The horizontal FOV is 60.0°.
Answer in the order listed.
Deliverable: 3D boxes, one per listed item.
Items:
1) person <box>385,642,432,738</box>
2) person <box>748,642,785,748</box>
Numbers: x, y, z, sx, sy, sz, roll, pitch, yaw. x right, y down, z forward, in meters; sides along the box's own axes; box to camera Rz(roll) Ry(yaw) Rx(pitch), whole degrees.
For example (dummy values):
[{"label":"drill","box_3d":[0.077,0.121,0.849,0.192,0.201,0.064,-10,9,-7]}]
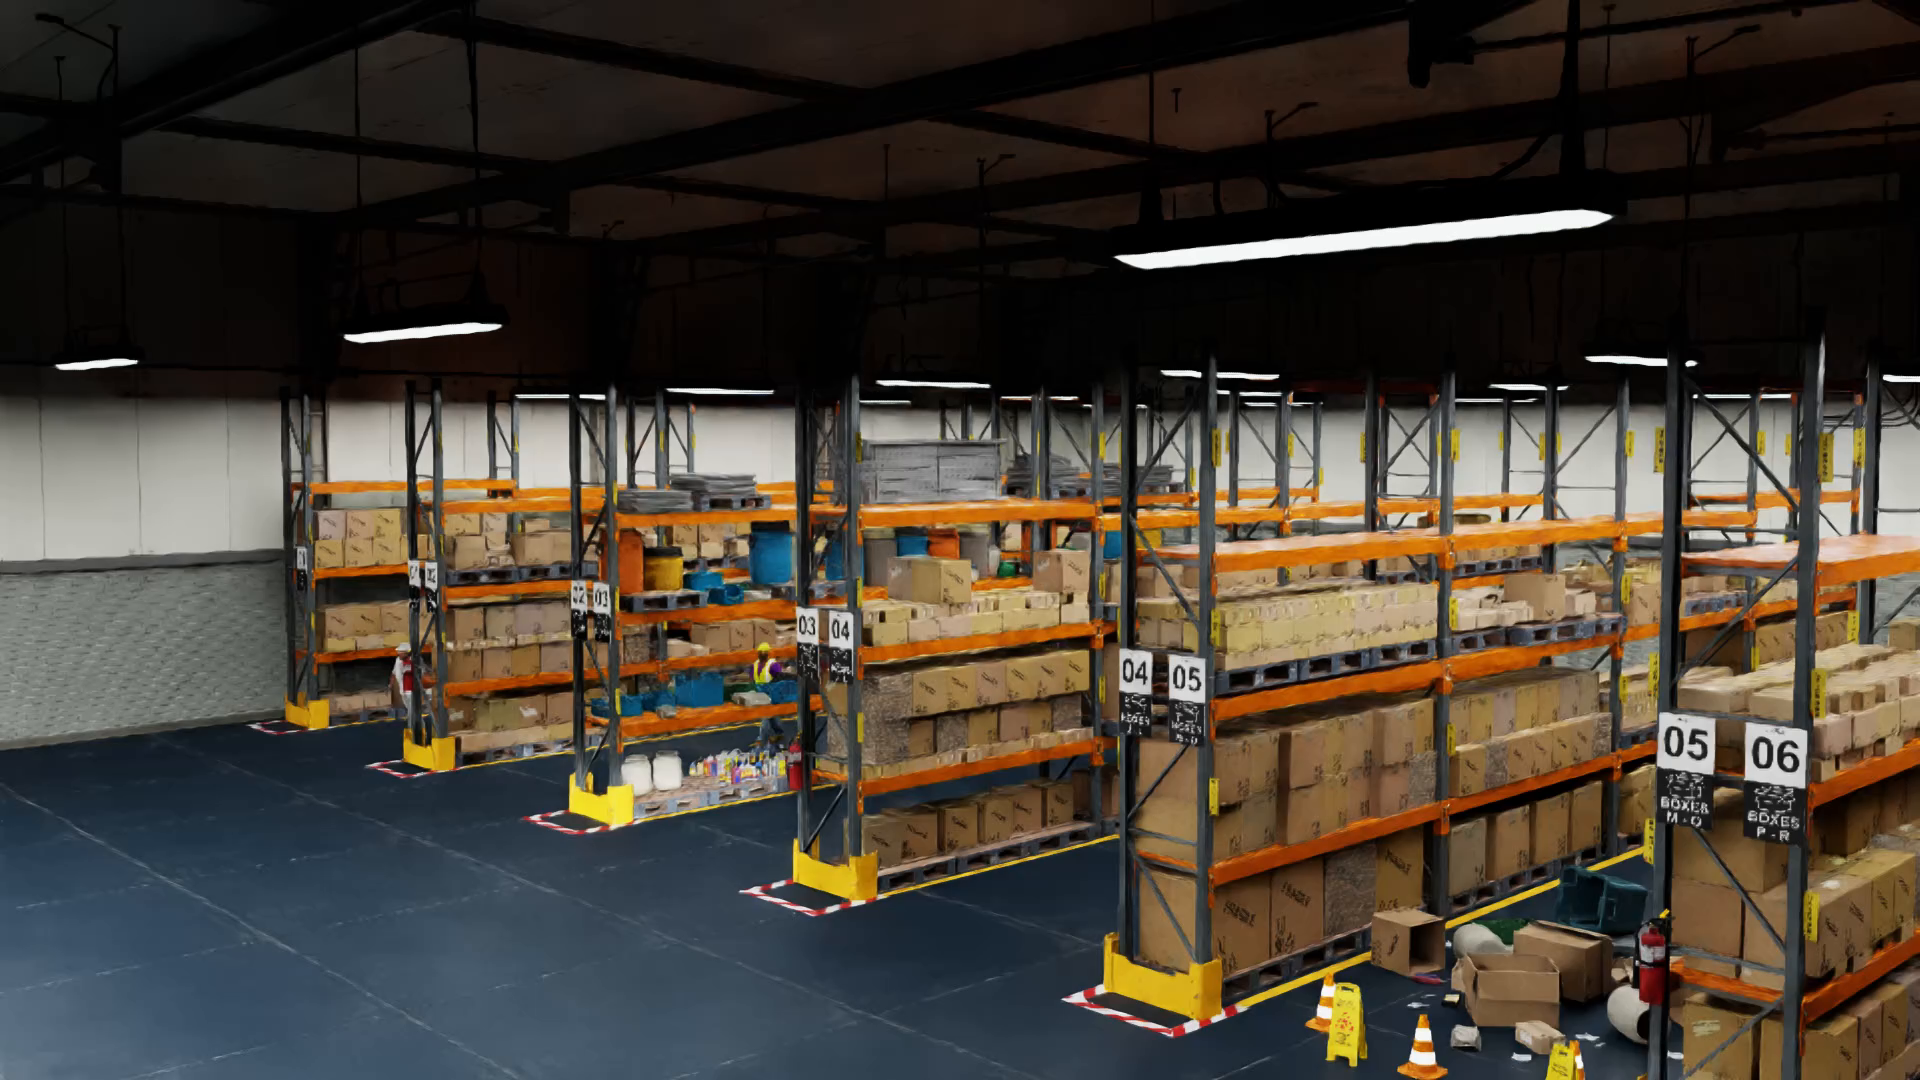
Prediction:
[{"label":"person","box_3d":[-9.108,2.535,27.630,0.692,1.723,0.846,2,4,30]},{"label":"person","box_3d":[-3.241,2.543,27.540,0.571,1.708,1.033,3,5,38]}]
